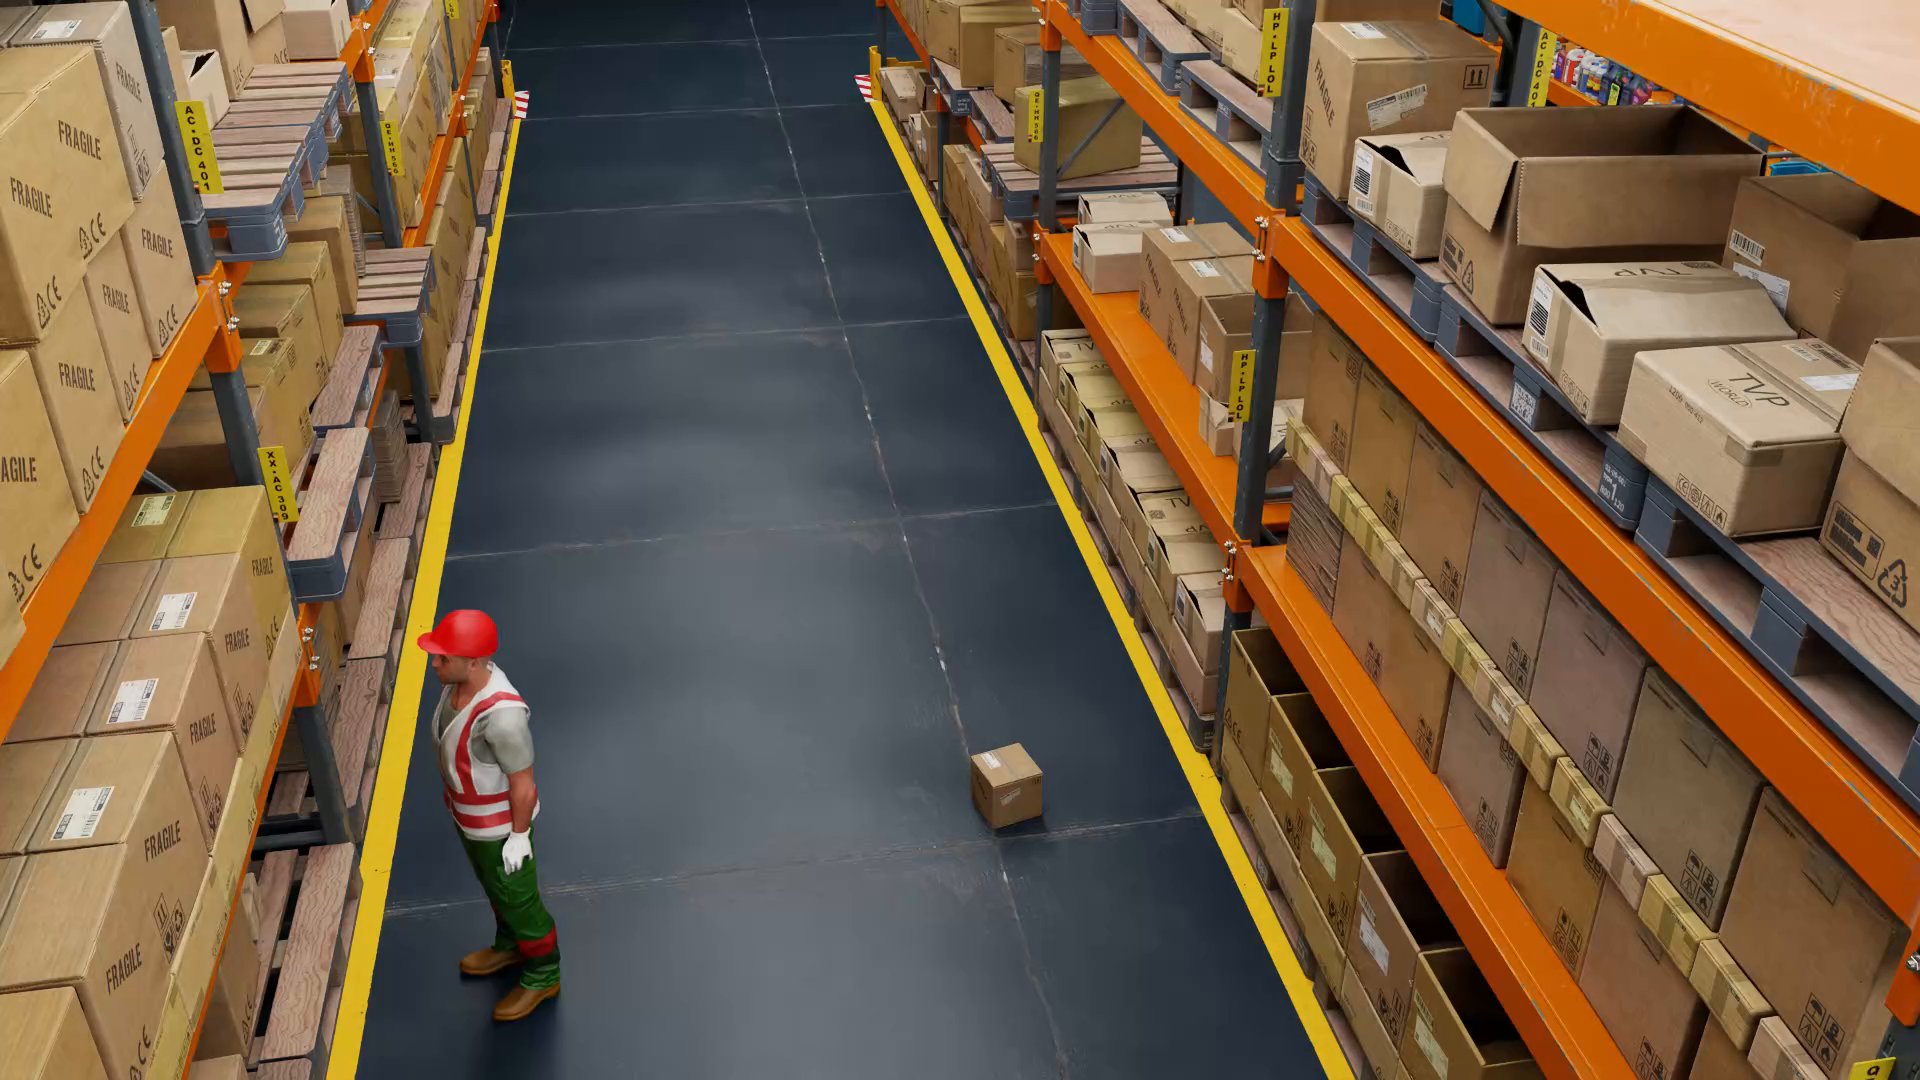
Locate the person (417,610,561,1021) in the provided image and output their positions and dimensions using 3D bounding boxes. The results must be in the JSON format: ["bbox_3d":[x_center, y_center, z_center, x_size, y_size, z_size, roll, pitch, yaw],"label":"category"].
[{"bbox_3d":[-1.797,1.041,6.335,0.349,1.795,0.544,-20,36,-30],"label":"person"}]
